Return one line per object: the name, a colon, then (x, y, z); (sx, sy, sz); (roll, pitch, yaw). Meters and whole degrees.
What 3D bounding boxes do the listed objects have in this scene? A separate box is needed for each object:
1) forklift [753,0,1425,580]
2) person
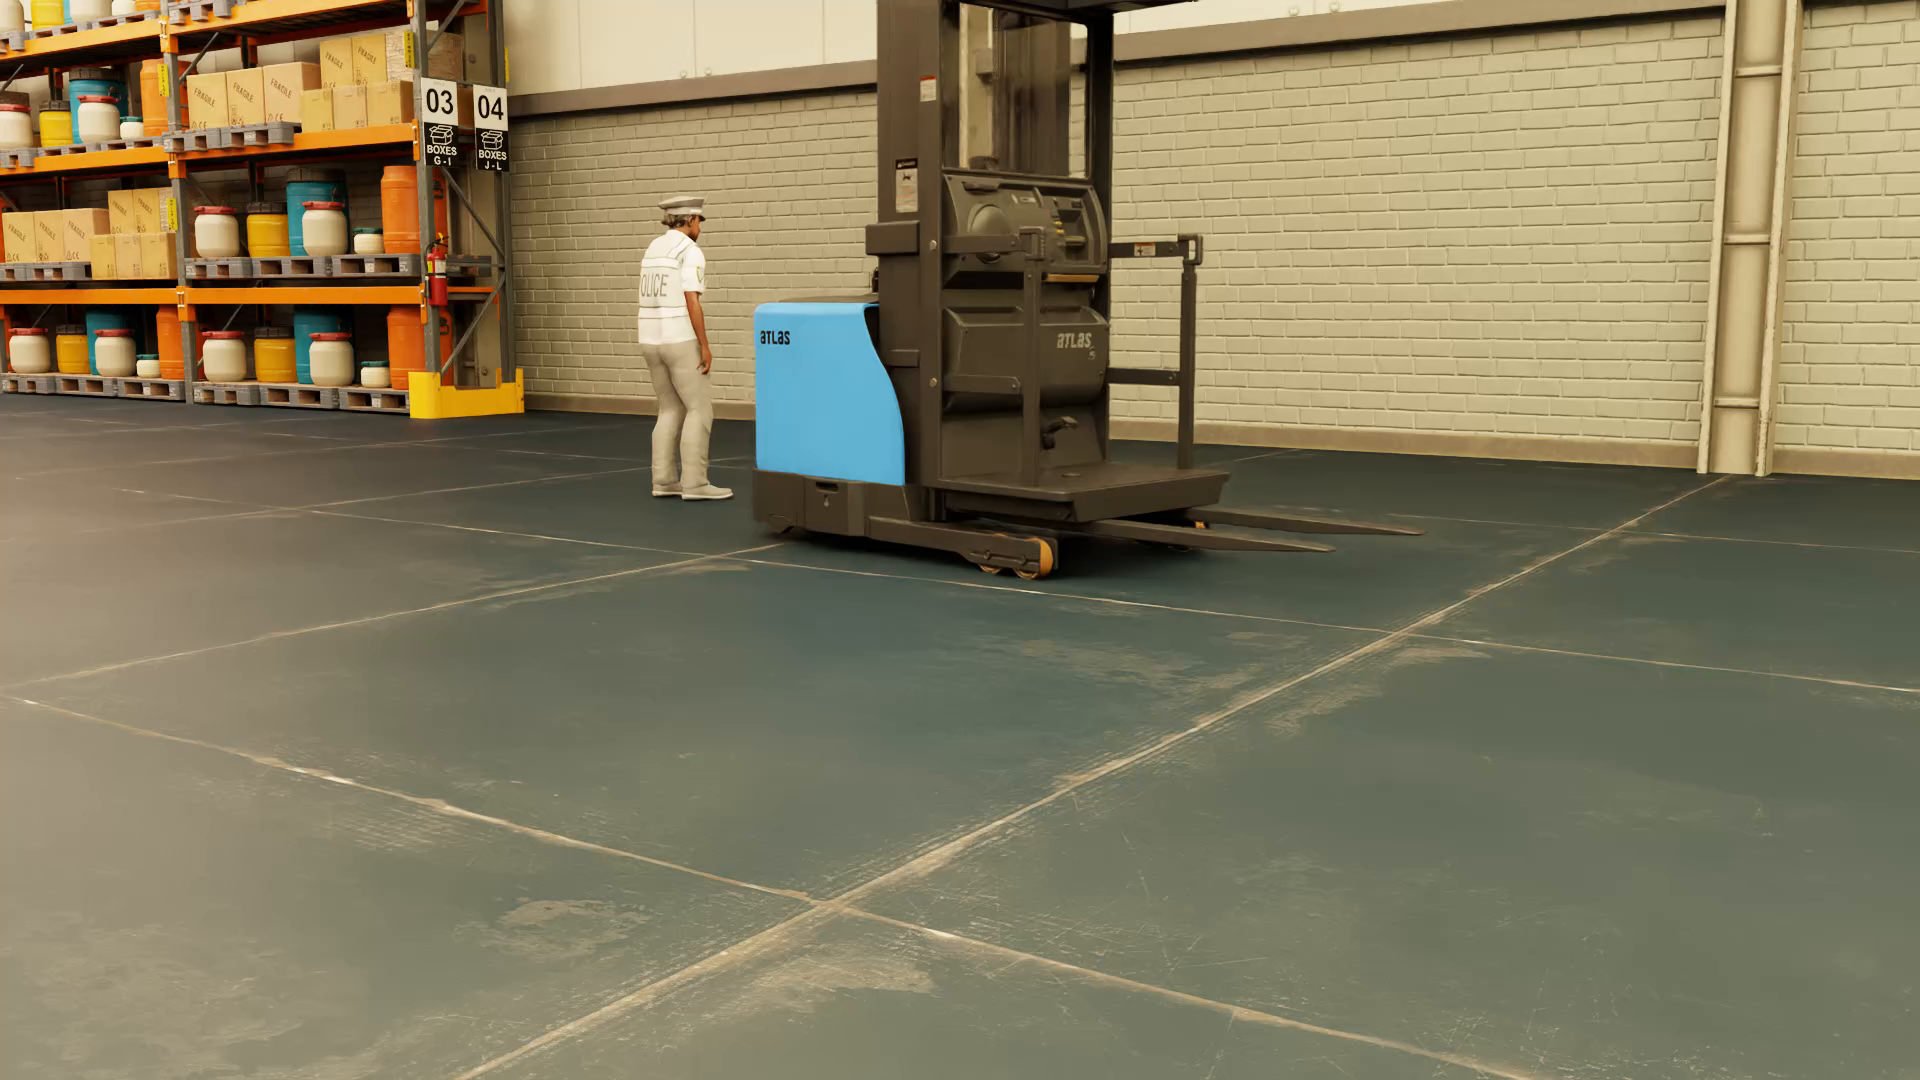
forklift: (0.438, -1.377, 6.878); (3.031, 2.935, 1.130); (8, 11, 44)
person: (-1.540, -1.056, 9.154); (0.517, 1.655, 0.397); (8, 11, 43)
